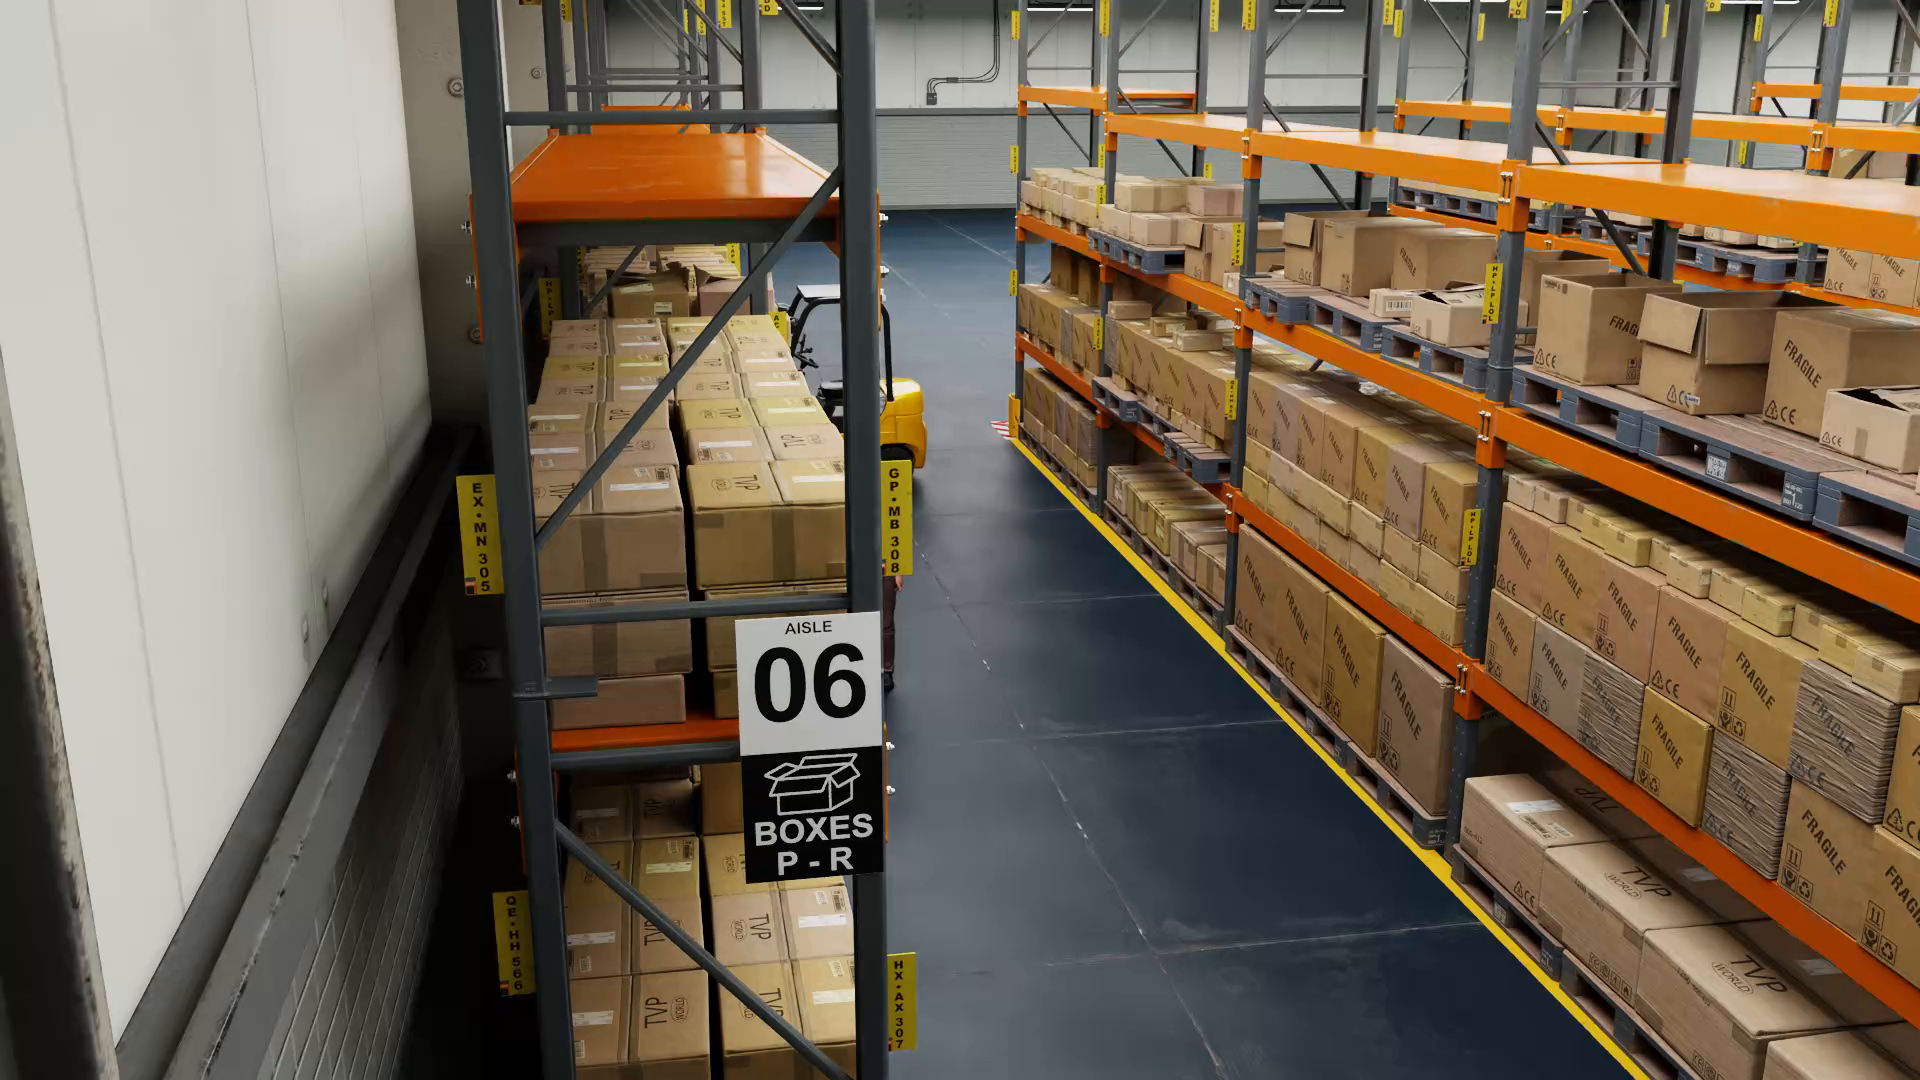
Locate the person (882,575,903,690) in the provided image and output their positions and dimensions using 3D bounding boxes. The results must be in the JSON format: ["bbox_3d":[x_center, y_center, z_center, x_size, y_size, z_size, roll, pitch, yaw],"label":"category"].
[{"bbox_3d":[-0.679,0.278,12.620,0.527,1.725,0.356,2,16,6],"label":"person"}]
